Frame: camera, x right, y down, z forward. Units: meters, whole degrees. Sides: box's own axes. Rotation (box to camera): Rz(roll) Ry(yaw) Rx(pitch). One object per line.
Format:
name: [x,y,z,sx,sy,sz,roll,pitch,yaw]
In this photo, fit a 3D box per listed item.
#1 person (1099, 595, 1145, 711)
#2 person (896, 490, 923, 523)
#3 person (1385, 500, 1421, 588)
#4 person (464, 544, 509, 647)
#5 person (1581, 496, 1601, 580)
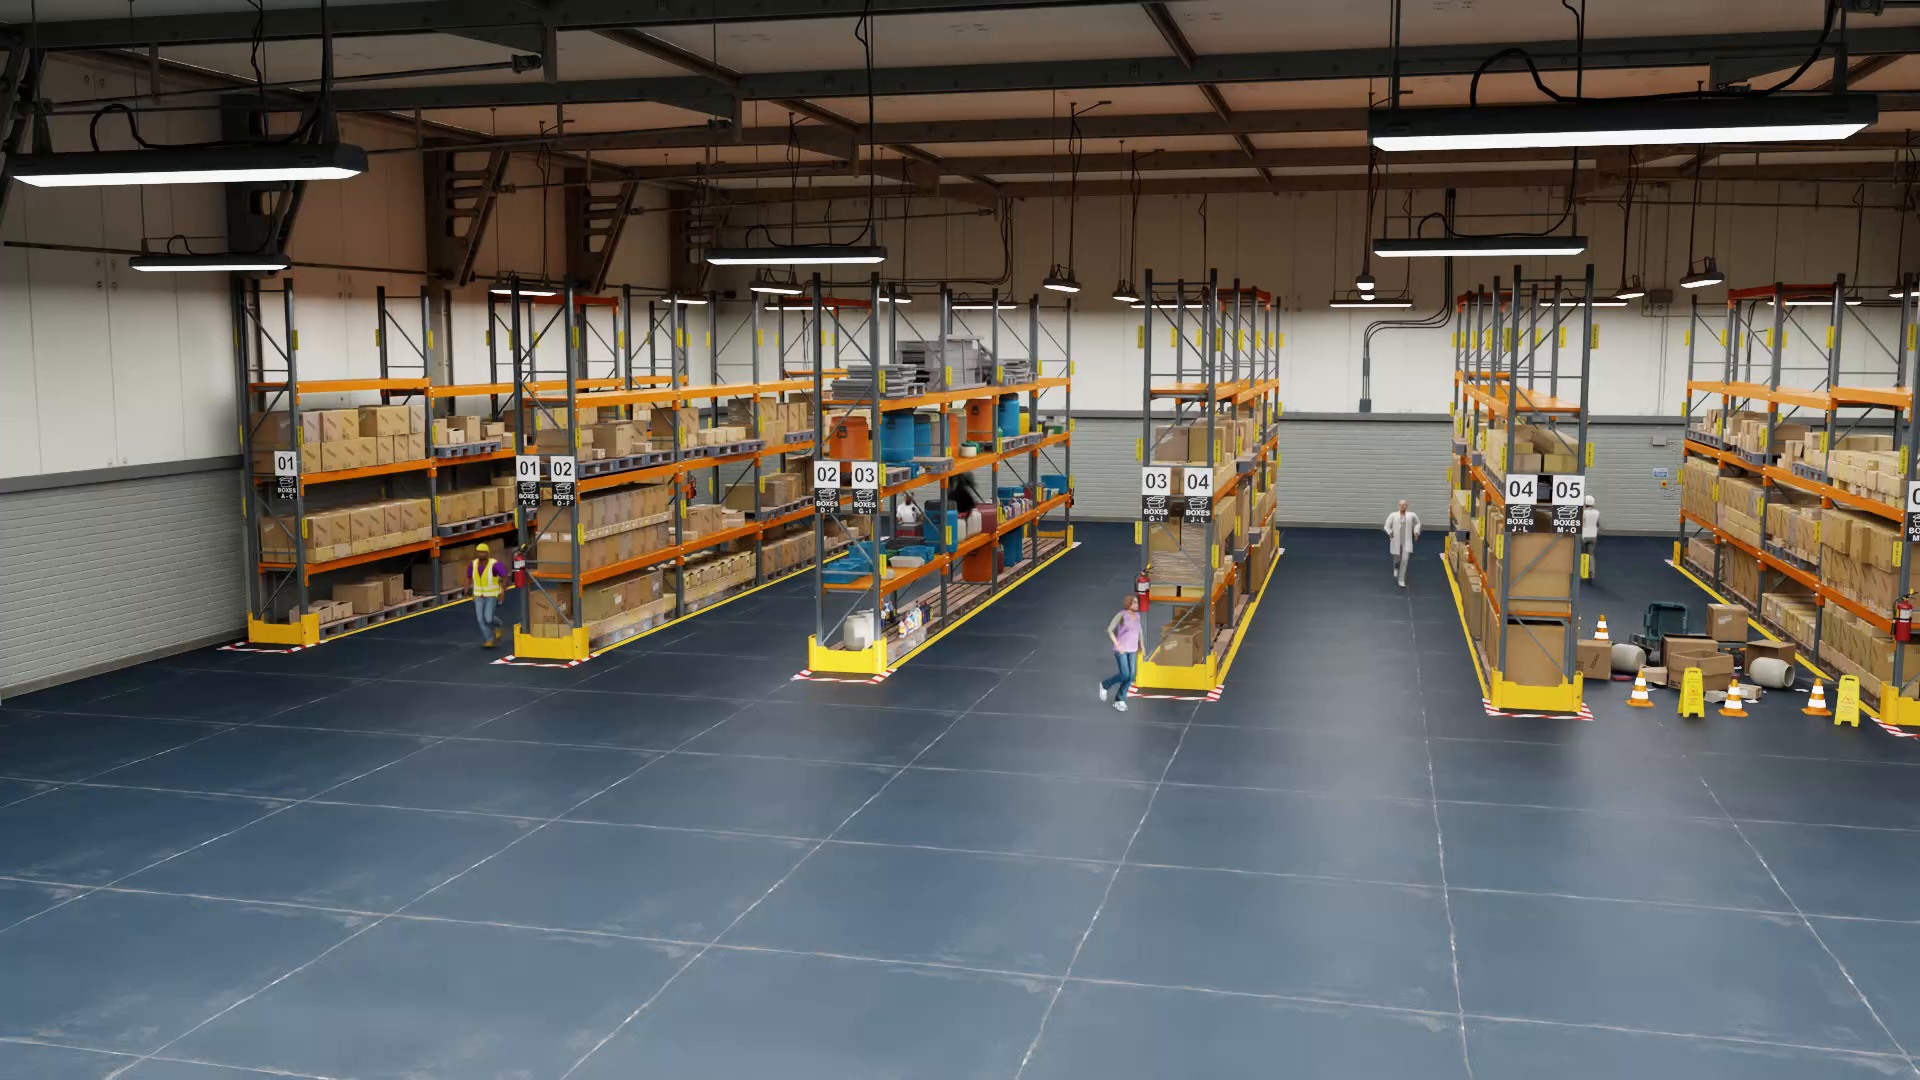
person: [2.256,1.519,22.798,0.575,1.558,0.524,-5,9,-37]
person: [-1.062,-0.158,34.004,0.576,1.711,0.862,1,7,10]
person: [9.085,0.050,34.149,0.725,1.753,0.985,2,7,14]
person: [-7.730,0.905,27.156,0.730,1.724,0.616,1,7,11]
person: [13.019,-0.023,34.599,0.636,1.821,0.726,0,7,-1]
